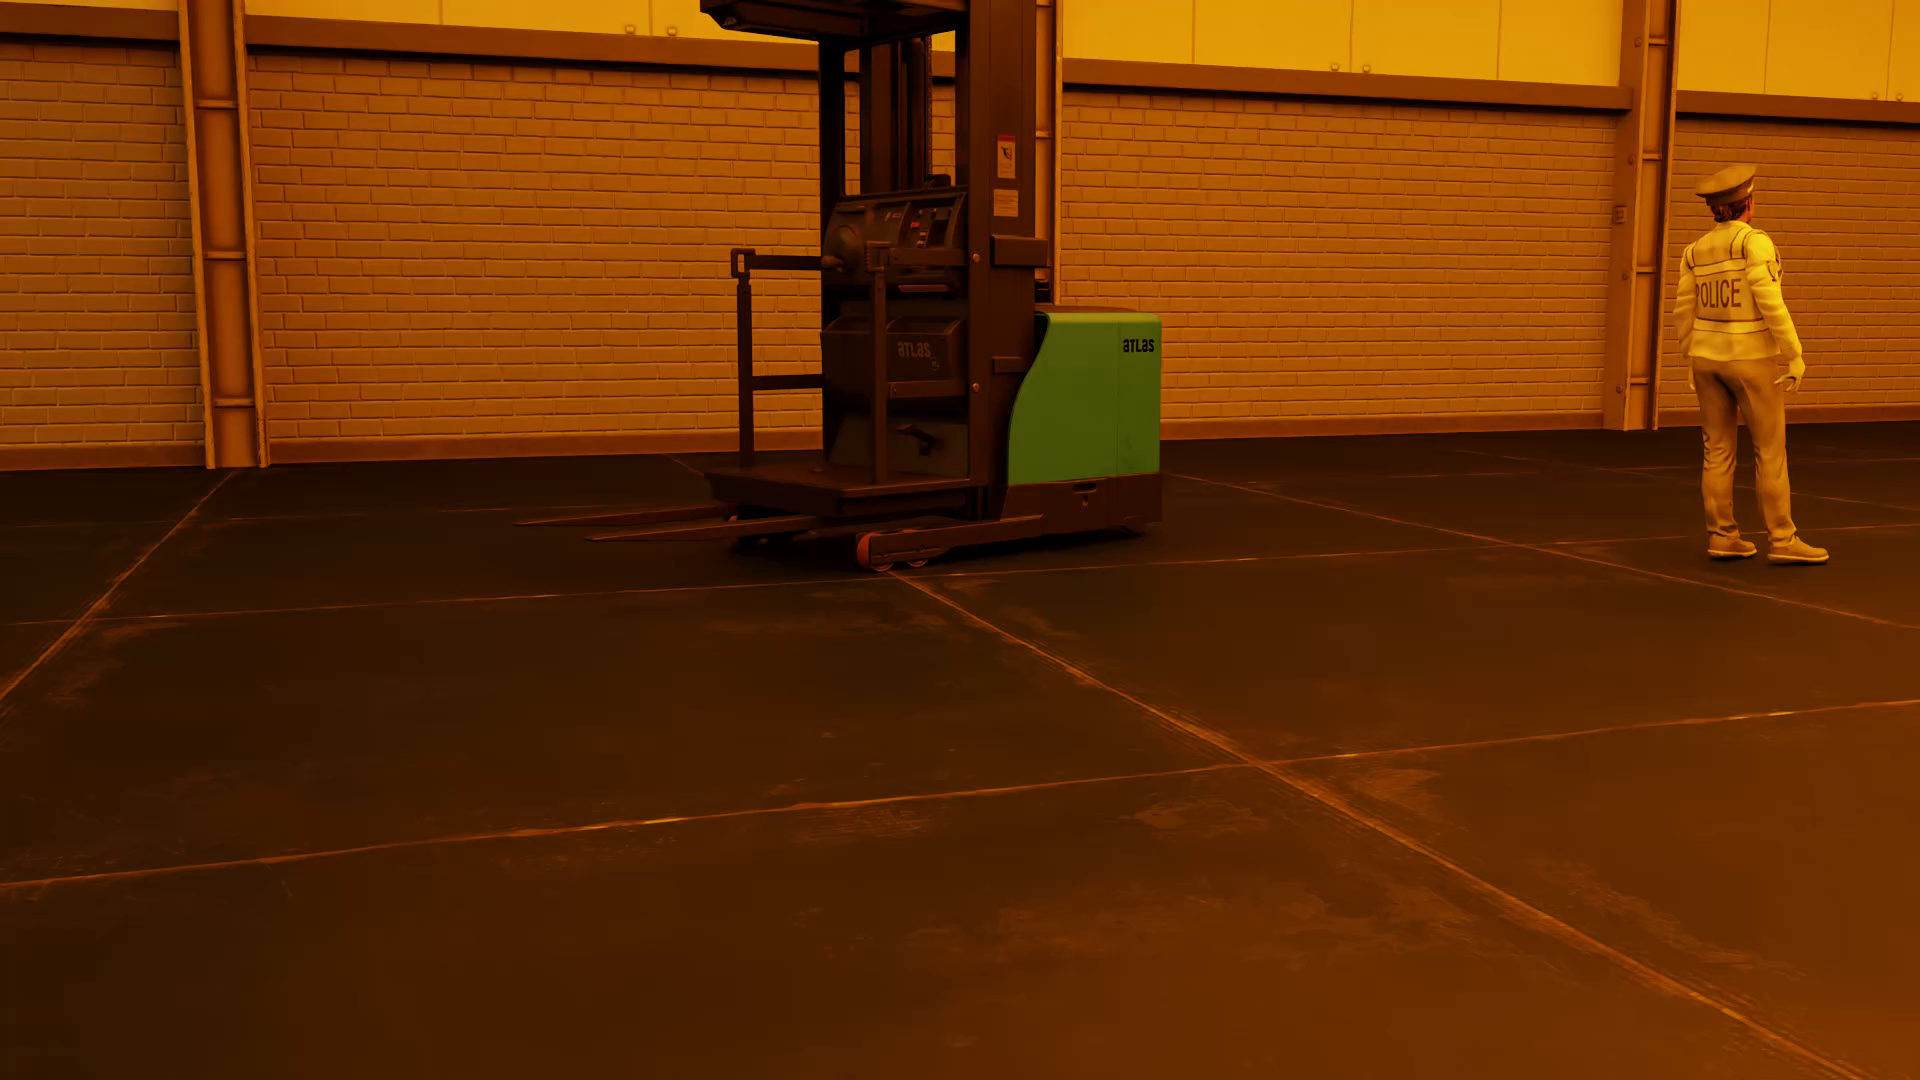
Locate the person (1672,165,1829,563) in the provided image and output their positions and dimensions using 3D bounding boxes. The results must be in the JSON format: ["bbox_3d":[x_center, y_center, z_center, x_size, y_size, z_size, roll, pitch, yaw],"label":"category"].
[{"bbox_3d":[3.407,-0.764,7.197,0.530,1.694,0.588,-4,9,-25],"label":"person"}]

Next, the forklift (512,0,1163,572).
[{"bbox_3d":[-0.461,-1.399,7.333,3.031,2.935,1.130,-7,10,-40],"label":"forklift"}]
